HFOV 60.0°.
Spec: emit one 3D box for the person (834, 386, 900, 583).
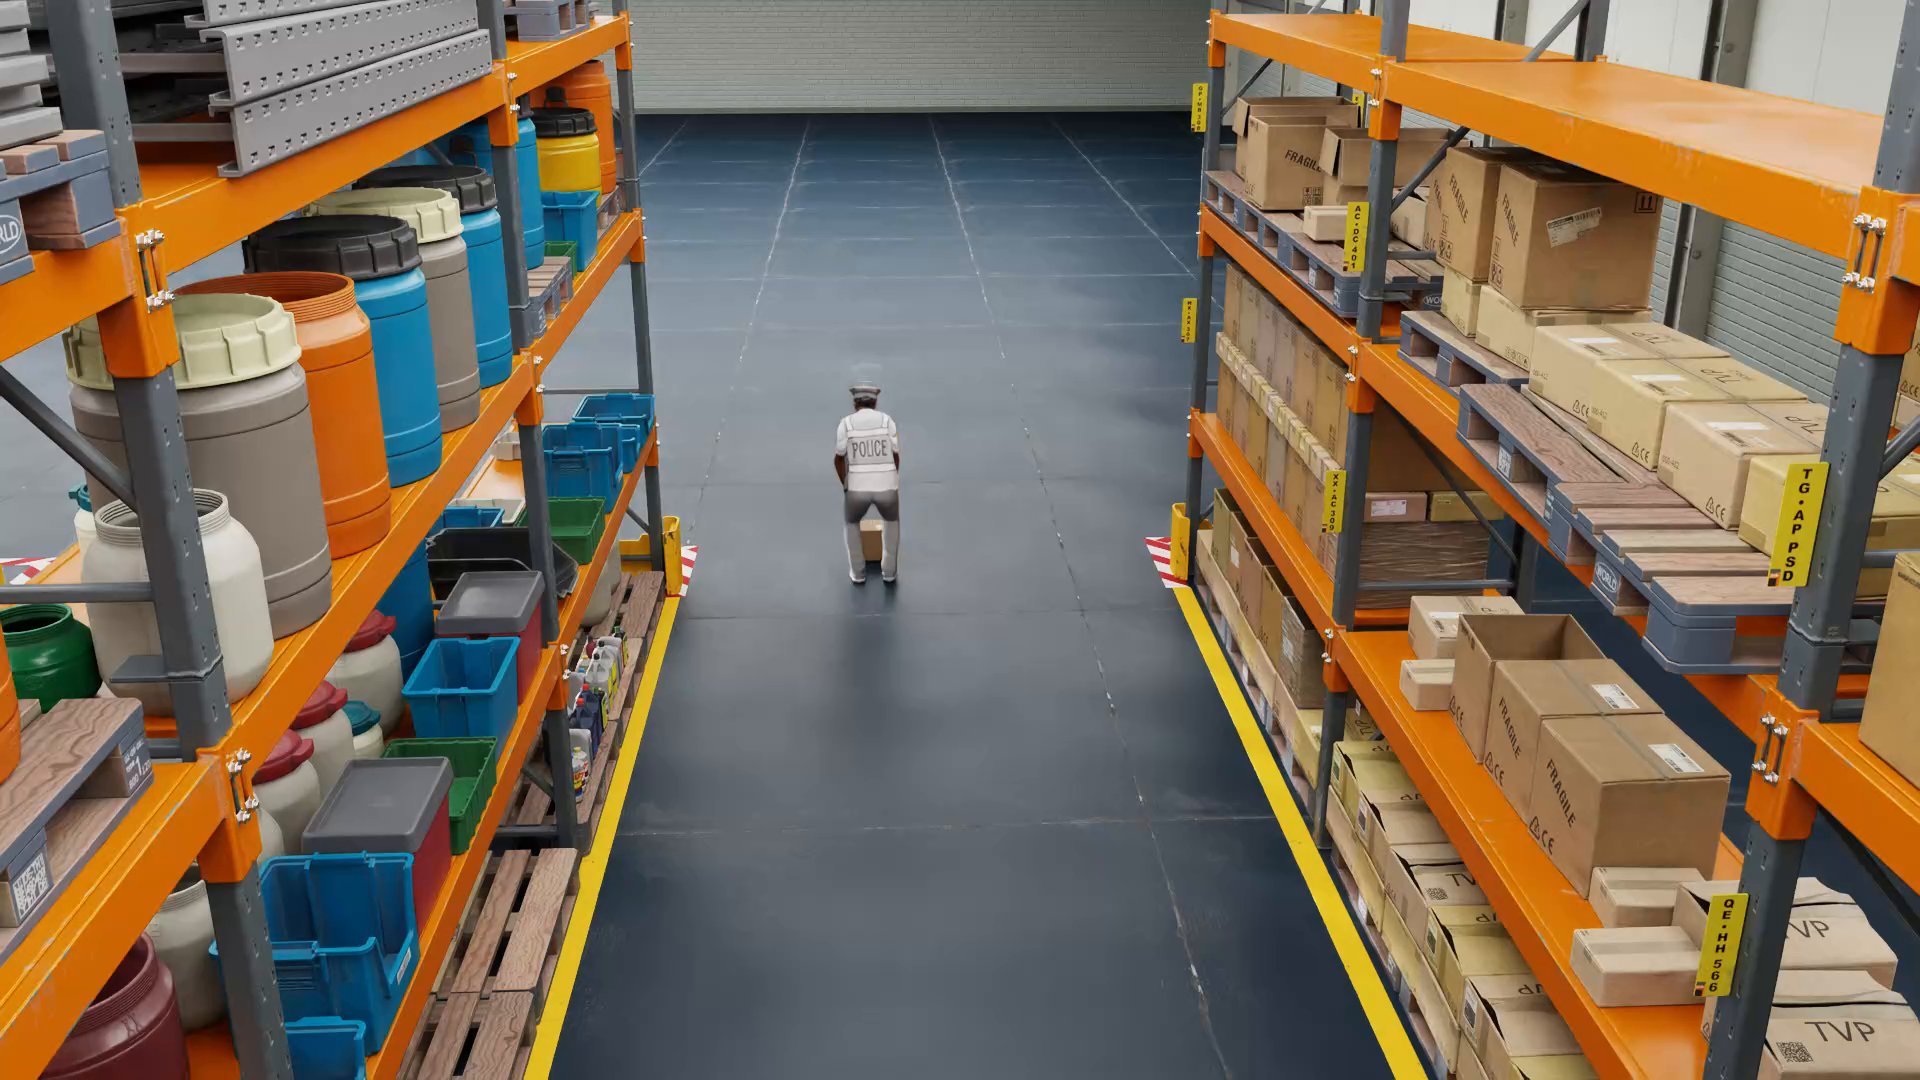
[{"bbox_3d":[-0.695,-0.408,12.469,0.492,1.464,0.649,-1,21,-3],"label":"person"}]
